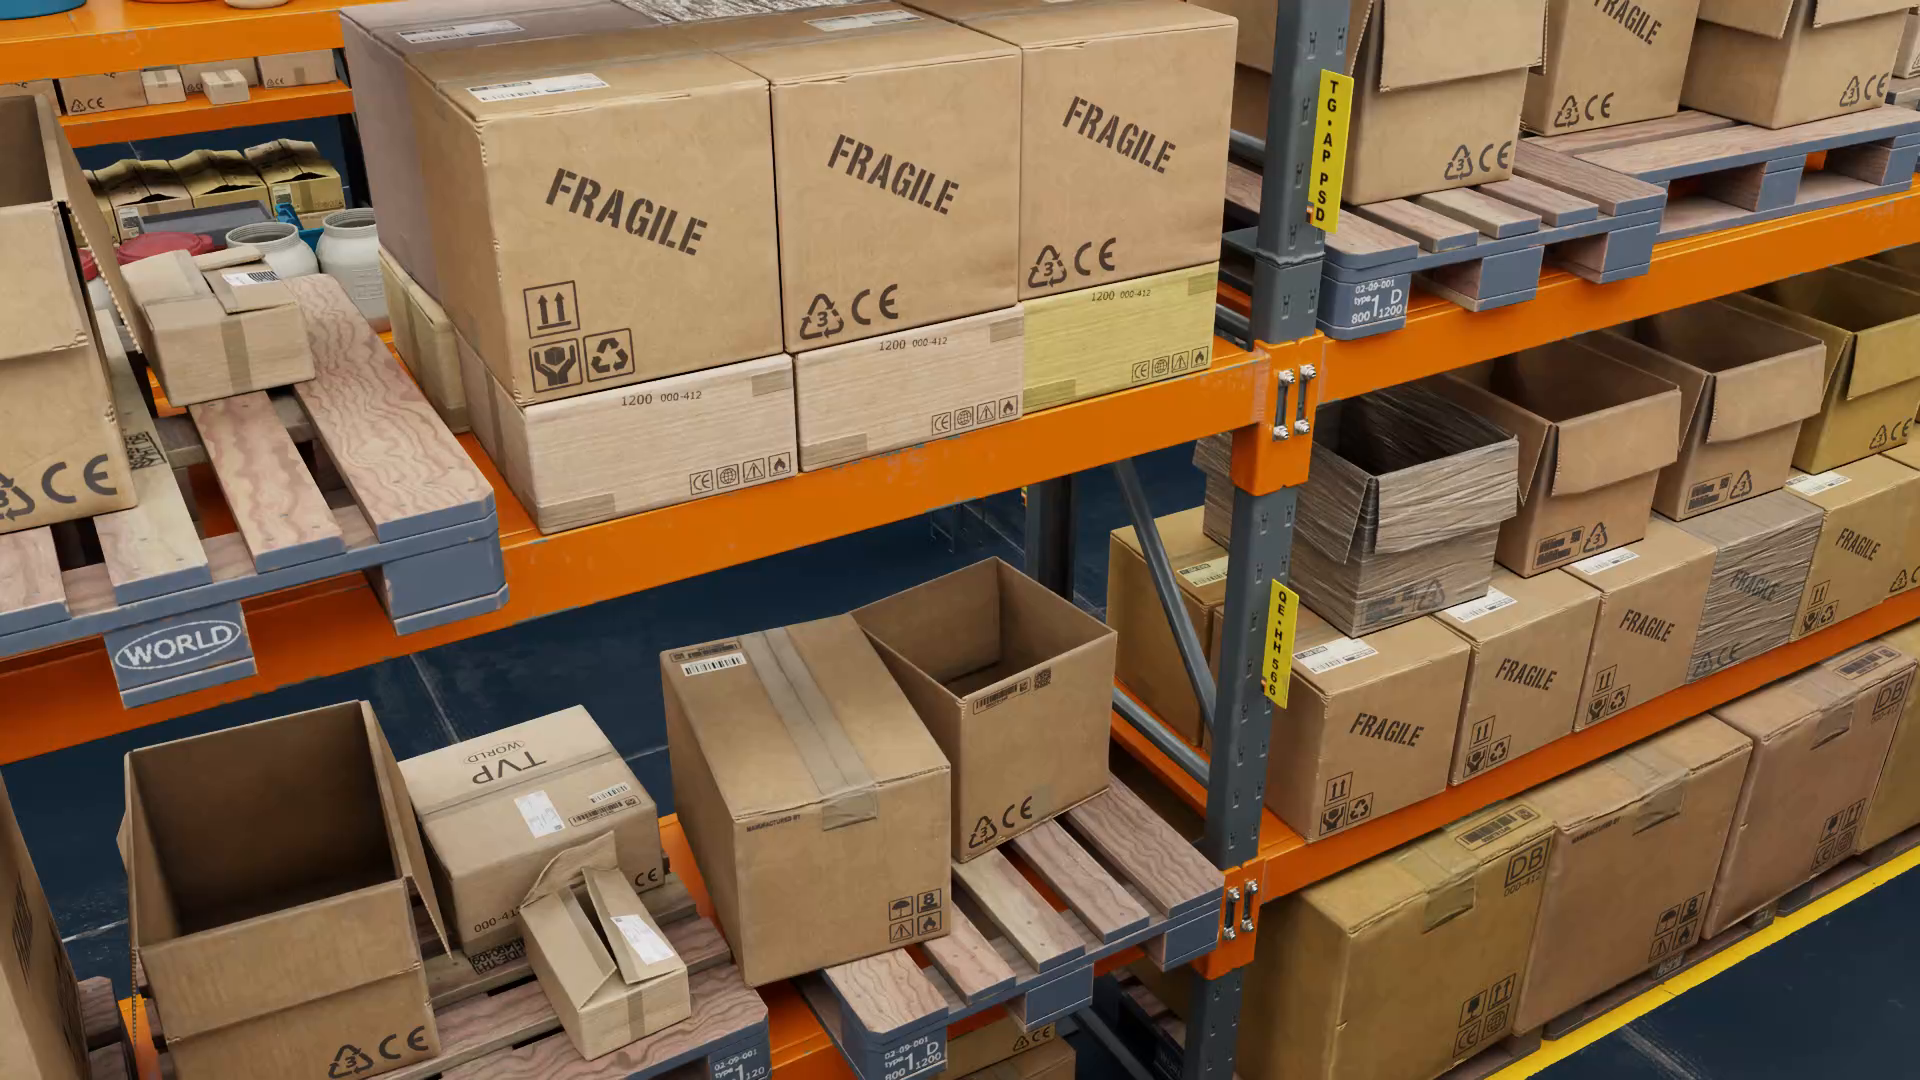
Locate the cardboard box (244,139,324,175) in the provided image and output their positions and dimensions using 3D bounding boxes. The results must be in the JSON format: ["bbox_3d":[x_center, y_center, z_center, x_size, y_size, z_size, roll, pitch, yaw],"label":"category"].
[{"bbox_3d":[-5.120,-2.844,12.629,0.500,0.311,0.500,-15,32,-25],"label":"cardboard box"}]

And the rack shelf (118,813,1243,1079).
[{"bbox_3d":[-1.229,1.308,4.020,4.000,0.370,1.077,-16,33,-26],"label":"rack shelf"}]

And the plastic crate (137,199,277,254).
[{"bbox_3d":[-3.562,-1.320,7.970,0.583,0.464,0.402,-16,33,-26],"label":"plastic crate"}]

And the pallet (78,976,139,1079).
[{"bbox_3d":[-2.221,1.440,3.234,1.213,0.211,1.003,-16,33,-26],"label":"pallet"}]

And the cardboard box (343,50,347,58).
[{"bbox_3d":[-6.332,-5.055,16.595,0.750,0.750,0.750,-16,33,-27],"label":"cardboard box"}]

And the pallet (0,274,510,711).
[{"bbox_3d":[-1.474,-0.110,2.935,1.003,0.211,1.213,-16,33,-26],"label":"pallet"}]

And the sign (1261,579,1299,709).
[{"bbox_3d":[0.778,0.255,4.067,0.005,0.325,0.100,-16,33,-26],"label":"sign"}]

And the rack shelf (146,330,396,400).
[{"bbox_3d":[-3.738,-0.755,7.758,4.000,0.370,1.077,-16,33,-26],"label":"rack shelf"}]

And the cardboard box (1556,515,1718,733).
[{"bbox_3d":[1.936,0.200,5.179,0.500,0.500,0.500,-16,33,-27],"label":"cardboard box"}]

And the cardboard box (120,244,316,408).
[{"bbox_3d":[-1.387,-0.413,3.096,0.250,0.166,0.380,-17,33,-28],"label":"cardboard box"}]

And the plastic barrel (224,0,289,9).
[{"bbox_3d":[-2.992,-2.404,7.040,0.301,0.262,0.301,0,29,0],"label":"plastic barrel"}]

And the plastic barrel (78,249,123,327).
[{"bbox_3d":[-3.894,-0.962,7.249,0.433,0.535,0.433,0,29,0],"label":"plastic barrel"}]

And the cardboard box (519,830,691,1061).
[{"bbox_3d":[-0.805,0.899,3.720,0.258,0.266,0.396,-17,33,-28],"label":"cardboard box"}]

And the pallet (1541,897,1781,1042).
[{"bbox_3d":[2.264,1.266,6.237,1.213,0.211,1.003,-16,33,-26],"label":"pallet"}]

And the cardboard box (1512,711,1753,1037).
[{"bbox_3d":[1.873,0.875,5.825,0.875,0.875,1.225,-16,33,-26],"label":"cardboard box"}]

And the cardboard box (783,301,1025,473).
[{"bbox_3d":[-0.211,-0.398,3.418,0.500,0.250,0.500,-16,33,-27],"label":"cardboard box"}]

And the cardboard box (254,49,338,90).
[{"bbox_3d":[-4.856,-3.514,12.105,0.500,0.311,0.500,-14,32,-23],"label":"cardboard box"}]

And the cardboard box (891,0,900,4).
[{"bbox_3d":[-0.040,-1.064,3.849,0.500,0.500,0.500,-16,32,-26],"label":"cardboard box"}]

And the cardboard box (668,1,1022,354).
[{"bbox_3d":[-0.226,-0.721,3.227,0.500,0.500,0.500,-16,33,-26],"label":"cardboard box"}]

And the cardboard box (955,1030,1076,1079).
[{"bbox_3d":[-0.072,1.578,4.918,0.500,0.500,0.700,-18,33,-29],"label":"cardboard box"}]

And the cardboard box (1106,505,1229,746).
[{"bbox_3d":[0.795,0.236,5.115,0.500,0.500,0.500,-15,32,-25],"label":"cardboard box"}]

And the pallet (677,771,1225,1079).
[{"bbox_3d":[-0.065,0.807,4.383,1.003,0.211,1.213,-16,33,-26],"label":"pallet"}]

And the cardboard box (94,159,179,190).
[{"bbox_3d":[-6.010,-2.588,12.165,0.500,0.311,0.500,-17,33,-28],"label":"cardboard box"}]

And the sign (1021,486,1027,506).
[{"bbox_3d":[0.211,-0.234,4.871,0.005,0.325,0.100,-16,33,-26],"label":"sign"}]

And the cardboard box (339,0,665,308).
[{"bbox_3d":[-0.909,-0.816,3.398,0.500,0.500,0.500,-17,33,-28],"label":"cardboard box"}]

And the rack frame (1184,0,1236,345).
[{"bbox_3d":[1.435,-2.539,10.246,0.127,3.000,1.000,-16,33,-26],"label":"rack frame"}]

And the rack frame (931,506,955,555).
[{"bbox_3d":[-0.091,-0.499,8.413,0.006,1.200,0.240,-16,33,-26],"label":"rack frame"}]

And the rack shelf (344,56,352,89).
[{"bbox_3d":[-2.796,-3.799,13.273,4.000,0.370,1.077,-16,33,-26],"label":"rack shelf"}]

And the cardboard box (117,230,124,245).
[{"bbox_3d":[-5.728,-2.124,11.906,0.500,0.250,0.500,-15,32,-25],"label":"cardboard box"}]

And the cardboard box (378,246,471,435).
[{"bbox_3d":[-0.920,-0.480,3.565,0.500,0.250,0.500,-15,32,-25],"label":"cardboard box"}]

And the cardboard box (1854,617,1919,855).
[{"bbox_3d":[3.402,0.436,6.620,0.875,0.875,1.225,-16,33,-26],"label":"cardboard box"}]

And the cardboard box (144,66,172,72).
[{"bbox_3d":[-7.627,-4.587,16.089,0.500,0.500,0.700,-15,32,-26],"label":"cardboard box"}]

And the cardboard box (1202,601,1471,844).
[{"bbox_3d":[1.052,0.454,4.719,0.500,0.500,0.500,-15,32,-25],"label":"cardboard box"}]

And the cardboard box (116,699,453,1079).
[{"bbox_3d":[-1.505,0.791,3.671,0.637,0.503,0.797,-12,31,-21],"label":"cardboard box"}]

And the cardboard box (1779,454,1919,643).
[{"bbox_3d":[2.802,-0.042,5.618,0.500,0.500,0.500,-16,33,-27],"label":"cardboard box"}]

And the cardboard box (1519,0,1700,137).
[{"bbox_3d":[1.684,-1.464,4.657,0.500,0.500,0.500,-14,32,-24],"label":"cardboard box"}]

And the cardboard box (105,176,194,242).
[{"bbox_3d":[-5.728,-2.366,11.764,0.500,0.311,0.500,-16,33,-27],"label":"cardboard box"}]

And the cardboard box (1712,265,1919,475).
[{"bbox_3d":[2.800,-0.635,5.655,0.637,0.503,0.797,-15,32,-26],"label":"cardboard box"}]

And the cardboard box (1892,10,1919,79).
[{"bbox_3d":[2.953,-1.702,5.284,0.500,0.311,0.500,-17,33,-28],"label":"cardboard box"}]

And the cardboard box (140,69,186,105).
[{"bbox_3d":[-5.591,-3.178,11.665,0.250,0.149,0.380,-13,32,-23],"label":"cardboard box"}]

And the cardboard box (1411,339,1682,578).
[{"bbox_3d":[1.697,-0.310,5.065,0.637,0.503,0.797,-15,32,-25],"label":"cardboard box"}]

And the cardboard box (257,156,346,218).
[{"bbox_3d":[-4.847,-2.619,12.221,0.500,0.311,0.500,-15,32,-25],"label":"cardboard box"}]

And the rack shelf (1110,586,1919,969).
[{"bbox_3d":[2.220,0.329,5.794,4.000,0.370,1.077,-16,33,-26],"label":"rack shelf"}]

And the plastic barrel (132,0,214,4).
[{"bbox_3d":[-3.396,-2.790,7.152,0.708,0.830,0.600,-16,33,-26],"label":"plastic barrel"}]

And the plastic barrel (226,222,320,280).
[{"bbox_3d":[-3.156,-1.165,7.640,0.421,0.512,0.421,0,29,0],"label":"plastic barrel"}]

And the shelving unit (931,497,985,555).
[{"bbox_3d":[-0.012,-0.522,8.454,0.189,1.200,0.258,-16,33,-26],"label":"shelving unit"}]

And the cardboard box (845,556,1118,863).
[{"bbox_3d":[0.050,0.425,4.337,0.500,0.500,0.500,-20,35,-32],"label":"cardboard box"}]

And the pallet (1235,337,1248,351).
[{"bbox_3d":[2.049,-1.514,11.275,1.213,0.211,1.003,-16,33,-26],"label":"pallet"}]

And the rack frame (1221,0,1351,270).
[{"bbox_3d":[0.495,-2.123,3.283,0.127,3.000,1.000,-16,33,-26],"label":"rack frame"}]

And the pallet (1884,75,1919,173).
[{"bbox_3d":[3.179,-1.460,5.385,1.217,0.209,0.805,-17,33,-28],"label":"pallet"}]

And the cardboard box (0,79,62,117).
[{"bbox_3d":[-6.412,-3.121,11.198,0.500,0.500,0.500,-16,33,-26],"label":"cardboard box"}]
